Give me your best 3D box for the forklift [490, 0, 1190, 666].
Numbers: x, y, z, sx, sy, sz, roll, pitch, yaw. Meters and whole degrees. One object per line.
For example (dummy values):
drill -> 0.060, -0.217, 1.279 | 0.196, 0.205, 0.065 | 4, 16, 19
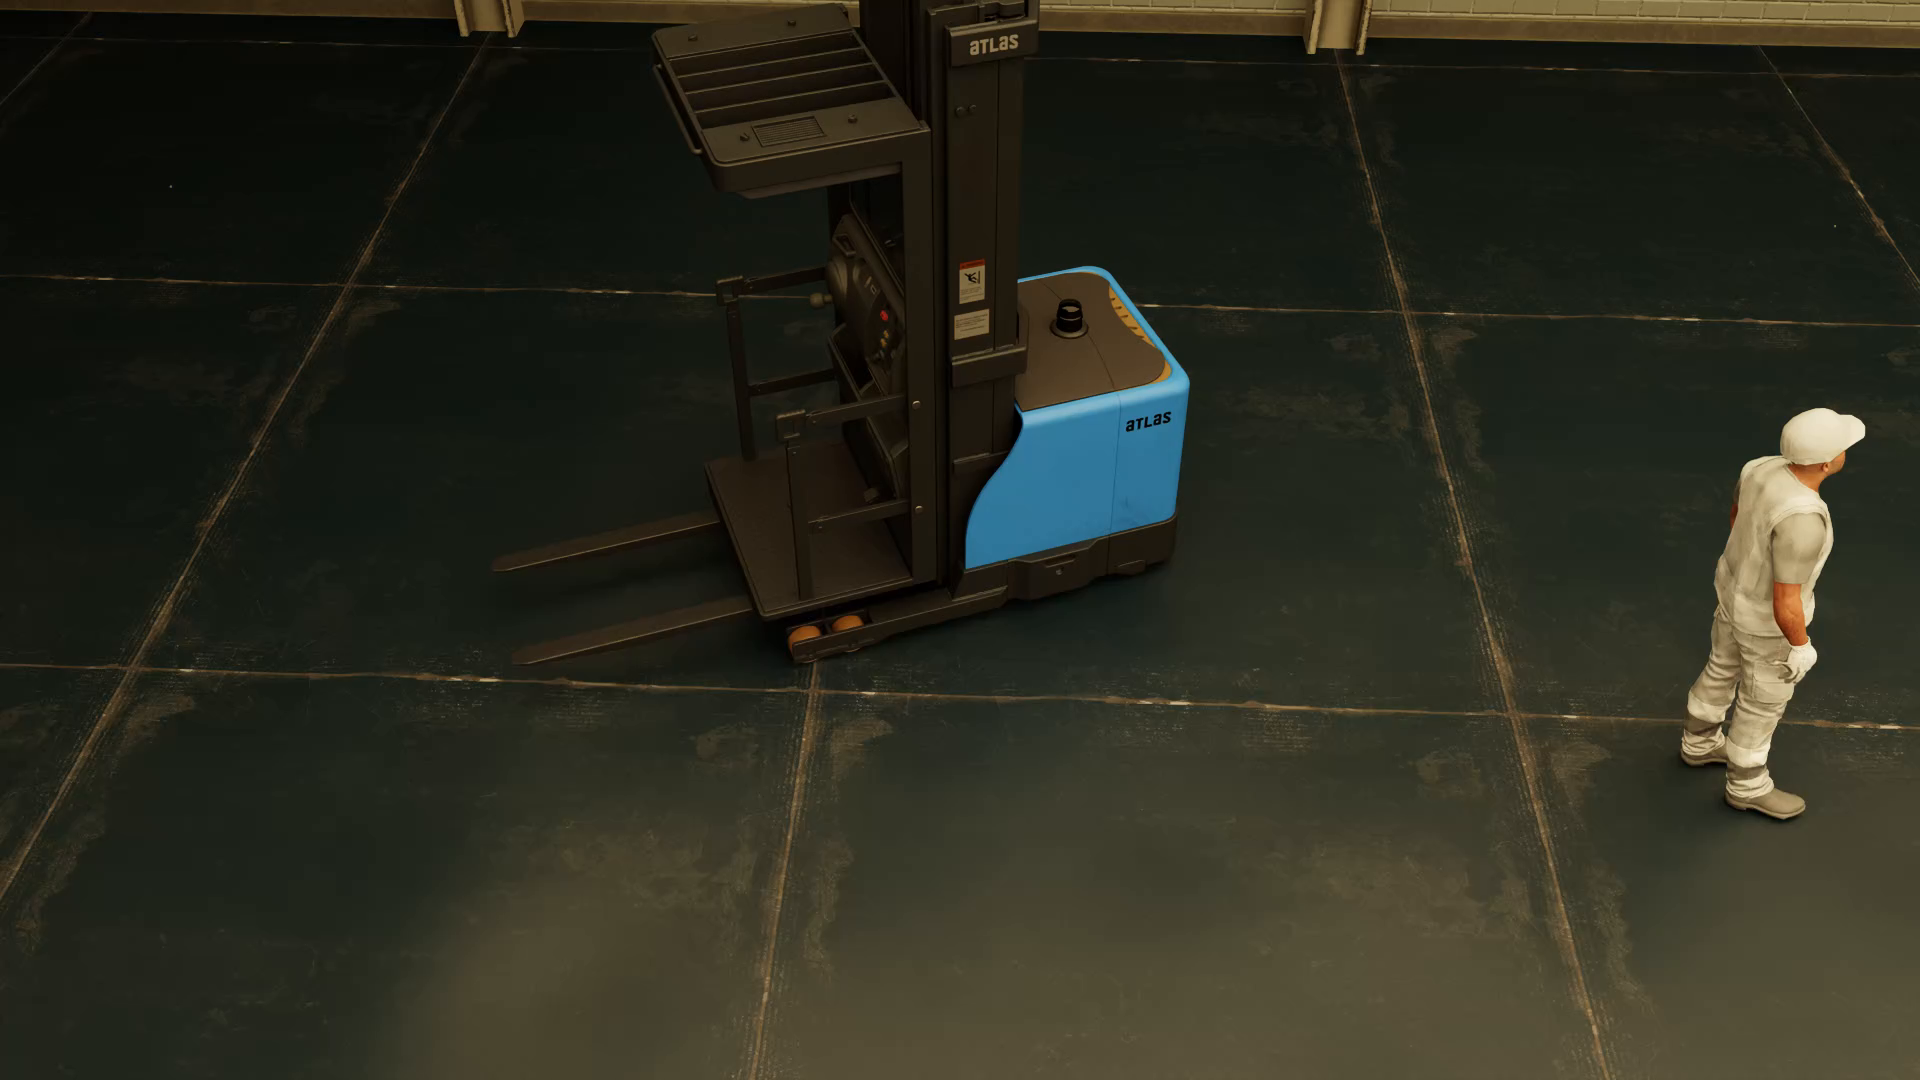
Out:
forklift -> -0.573, -0.945, 6.778 | 3.031, 2.935, 1.130 | -13, 44, -14

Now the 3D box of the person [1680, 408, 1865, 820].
person -> 3.122, 0.255, 6.299 | 0.564, 1.787, 0.638 | 1, 42, 1
